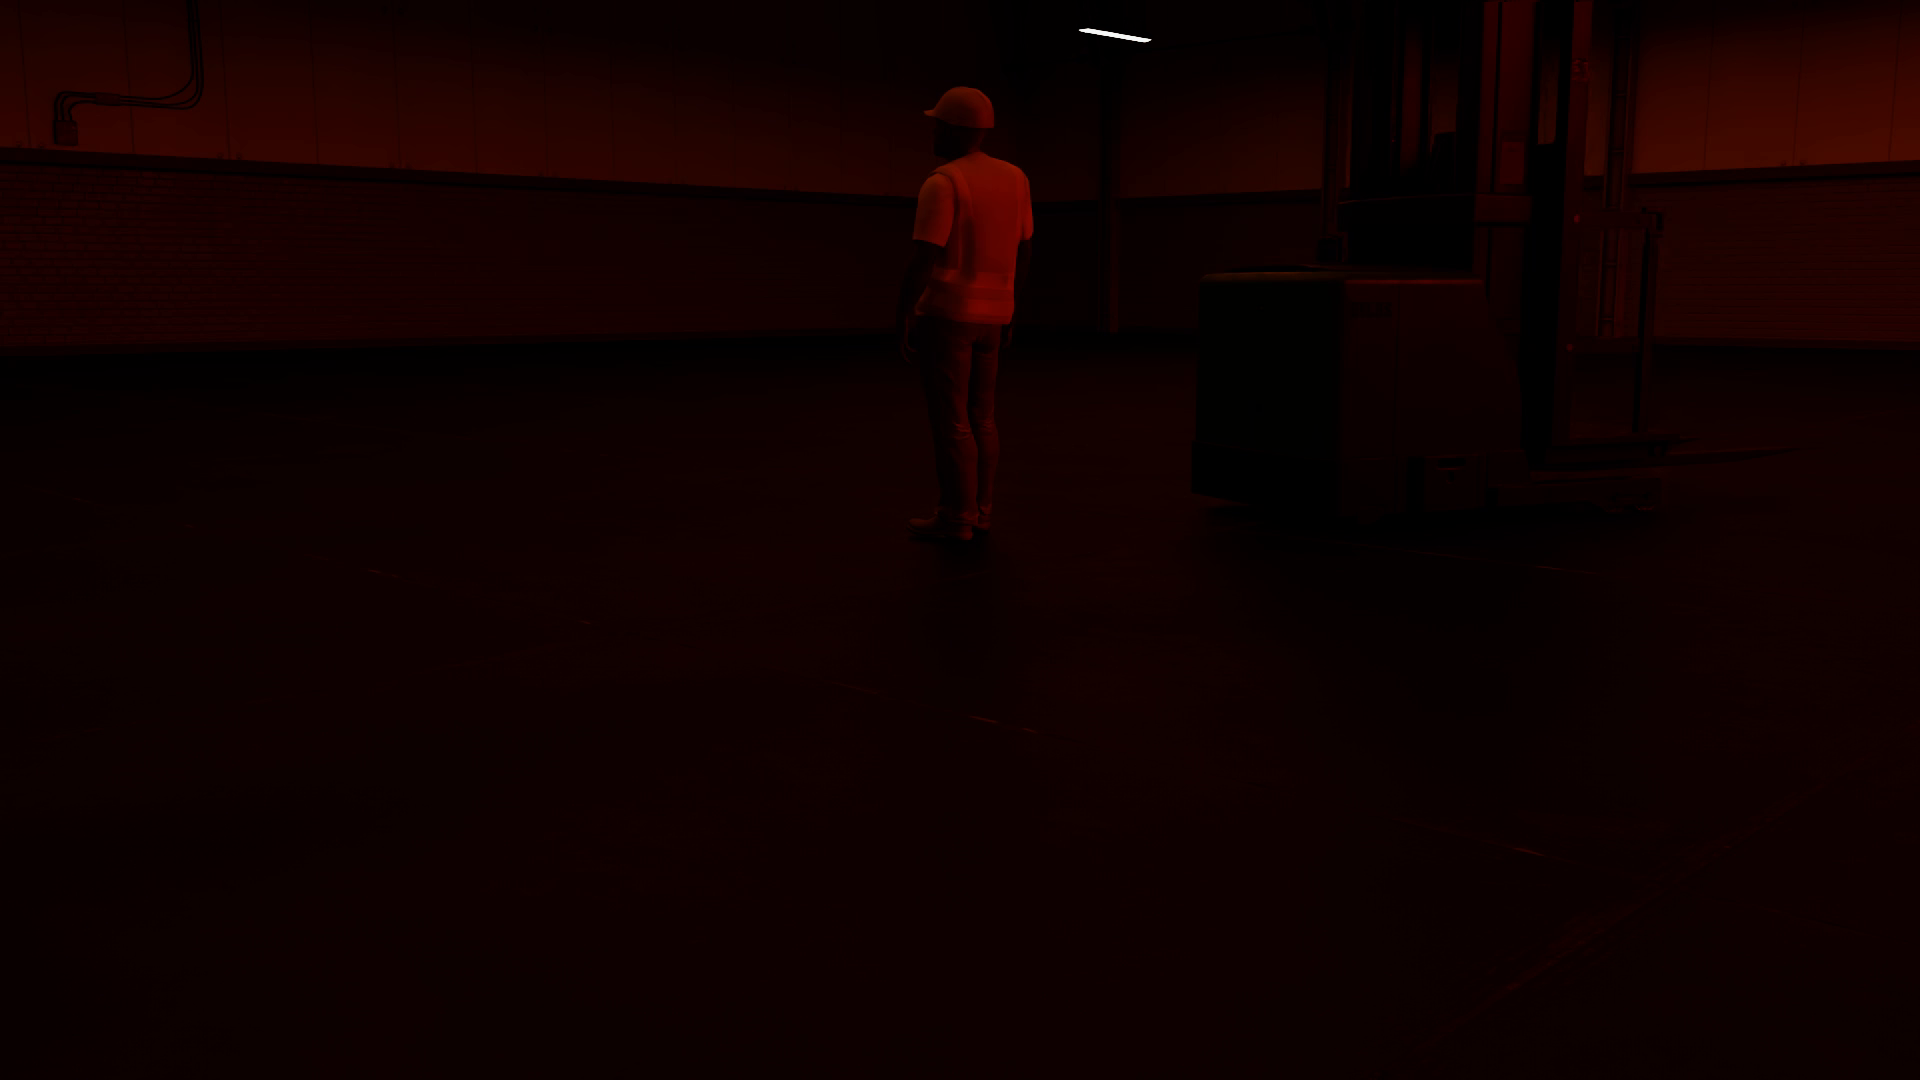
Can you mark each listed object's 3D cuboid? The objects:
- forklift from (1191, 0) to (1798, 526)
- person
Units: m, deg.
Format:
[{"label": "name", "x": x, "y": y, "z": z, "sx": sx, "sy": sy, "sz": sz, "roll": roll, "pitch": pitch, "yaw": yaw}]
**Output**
[{"label": "forklift", "x": 2.631, "y": -1.630, "z": 7.702, "sx": 3.031, "sy": 2.935, "sz": 1.130, "roll": -4, "pitch": 9, "yaw": -25}, {"label": "person", "x": -0.047, "y": -0.888, "z": 6.636, "sx": 0.575, "sy": 1.768, "sz": 0.666, "roll": 8, "pitch": 12, "yaw": 43}]
